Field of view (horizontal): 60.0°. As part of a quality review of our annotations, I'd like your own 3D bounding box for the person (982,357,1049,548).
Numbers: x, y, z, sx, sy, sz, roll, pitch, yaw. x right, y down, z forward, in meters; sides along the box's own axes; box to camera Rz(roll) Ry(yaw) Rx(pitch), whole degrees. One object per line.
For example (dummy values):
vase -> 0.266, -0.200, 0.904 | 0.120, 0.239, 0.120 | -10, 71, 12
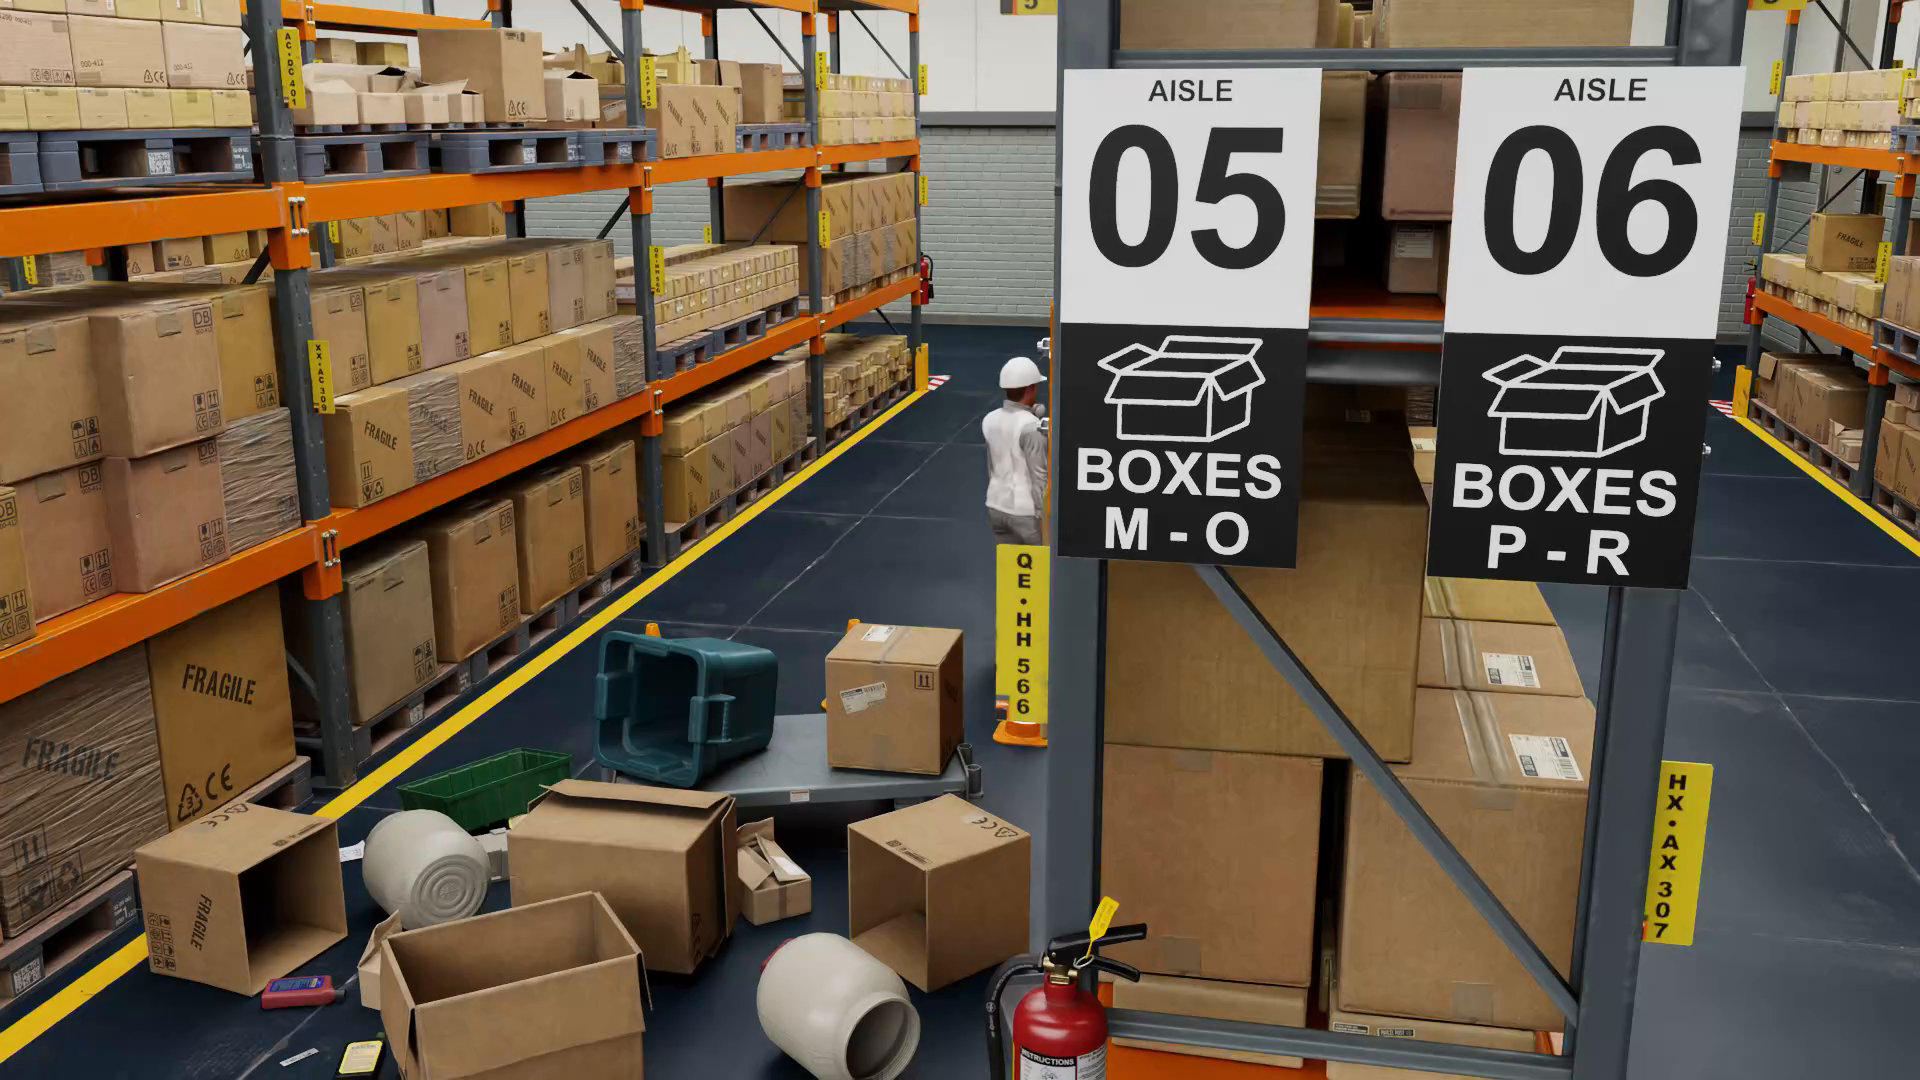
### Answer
person -> 0.419, -0.156, 9.629 | 0.490, 1.818, 0.562 | -11, 18, -37
